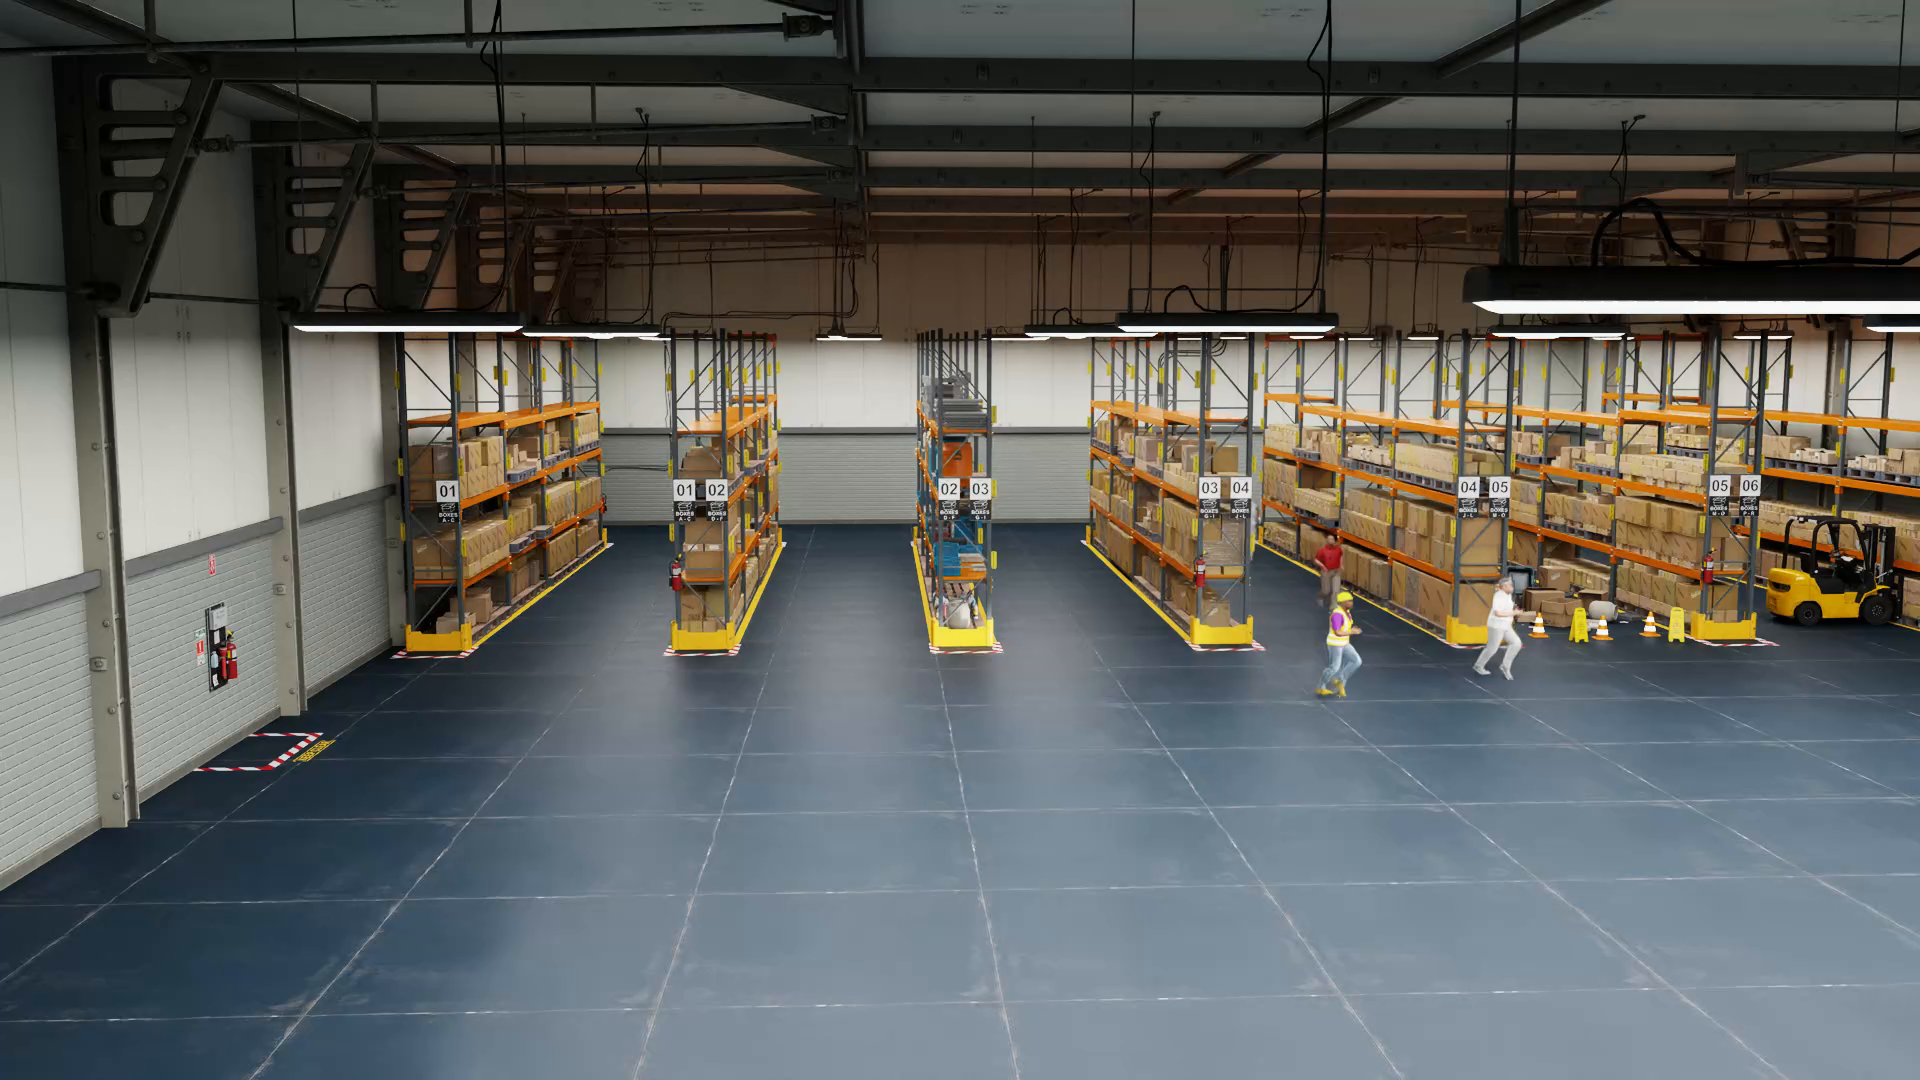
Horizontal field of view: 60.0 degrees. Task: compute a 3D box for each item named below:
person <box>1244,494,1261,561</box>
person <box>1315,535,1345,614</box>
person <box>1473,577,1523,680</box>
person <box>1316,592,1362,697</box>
[{"bbox_3d":[7.683,-0.369,44.265,0.667,1.785,0.946,0,7,-4],"label":"person"},{"bbox_3d":[7.872,0.735,35.317,0.678,1.702,0.895,-1,7,-7],"label":"person"},{"bbox_3d":[9.234,1.508,28.475,0.858,1.812,0.688,5,9,39],"label":"person"},{"bbox_3d":[6.146,1.686,26.857,0.790,1.730,0.736,4,8,33],"label":"person"}]
